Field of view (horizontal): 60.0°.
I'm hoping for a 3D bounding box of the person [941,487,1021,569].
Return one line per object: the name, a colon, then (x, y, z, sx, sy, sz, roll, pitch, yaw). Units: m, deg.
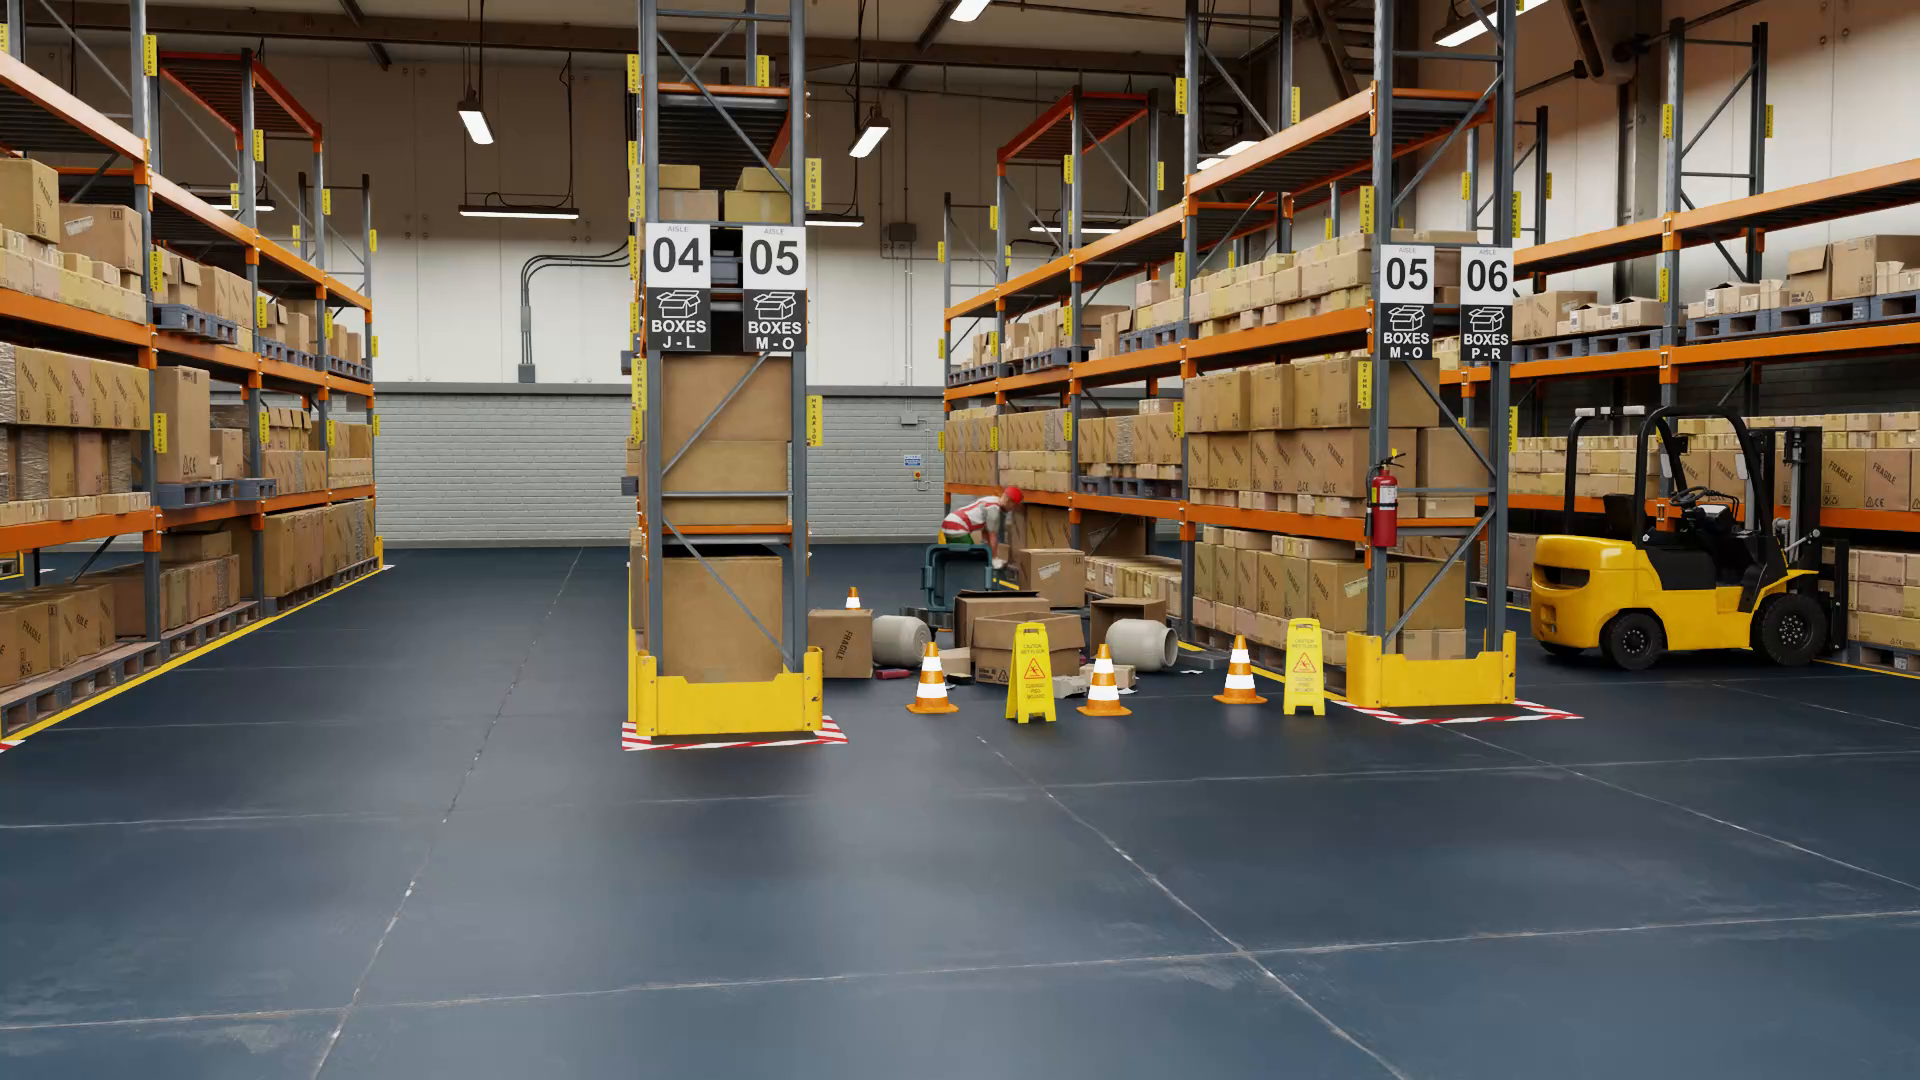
person: (0.245, 0.115, 18.309, 0.887, 1.401, 0.472, -1, 3, -13)
